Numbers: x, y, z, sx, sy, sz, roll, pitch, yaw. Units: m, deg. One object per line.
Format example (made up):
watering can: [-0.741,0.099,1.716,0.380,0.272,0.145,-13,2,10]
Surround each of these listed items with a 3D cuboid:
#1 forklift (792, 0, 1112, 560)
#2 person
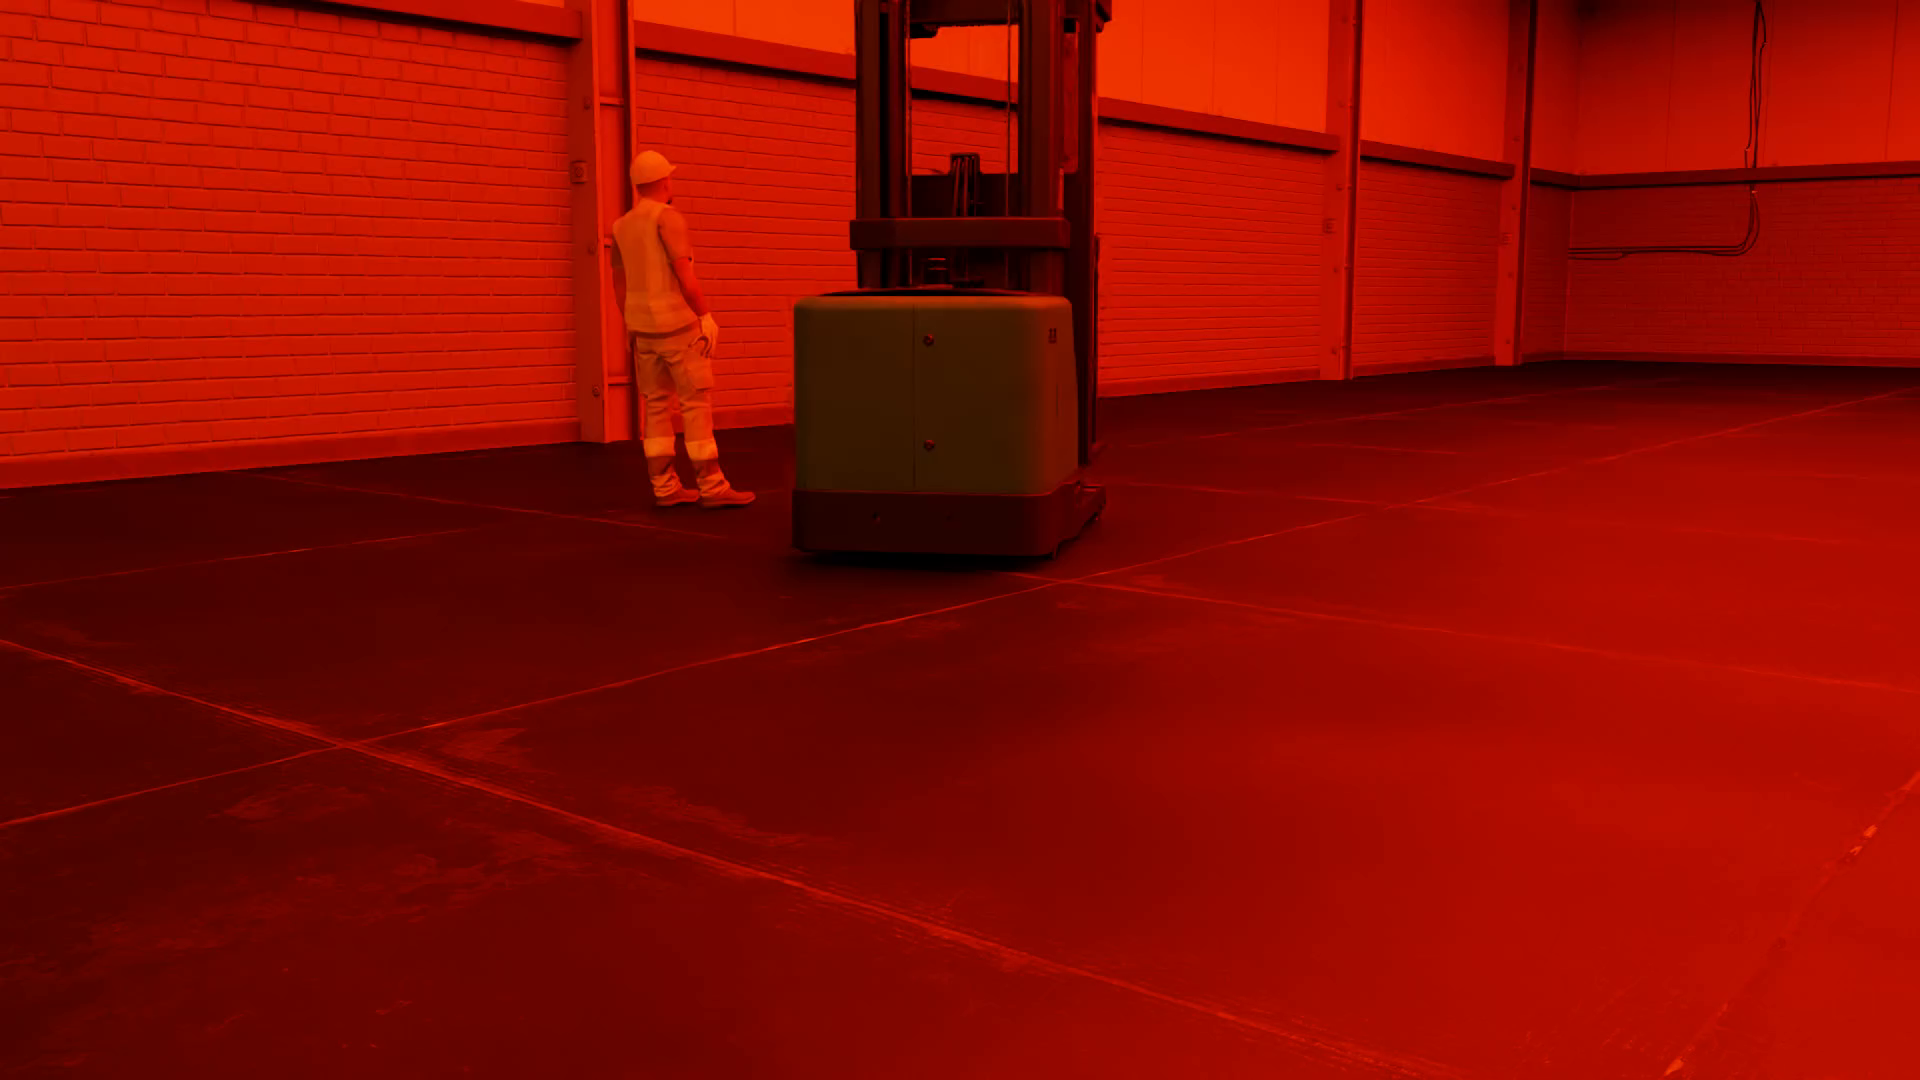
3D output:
forklift: [0.113,-1.542,7.822,1.130,2.935,3.031,2,8,11]
person: [-1.439,-1.065,8.475,0.647,1.793,0.542,7,11,39]
